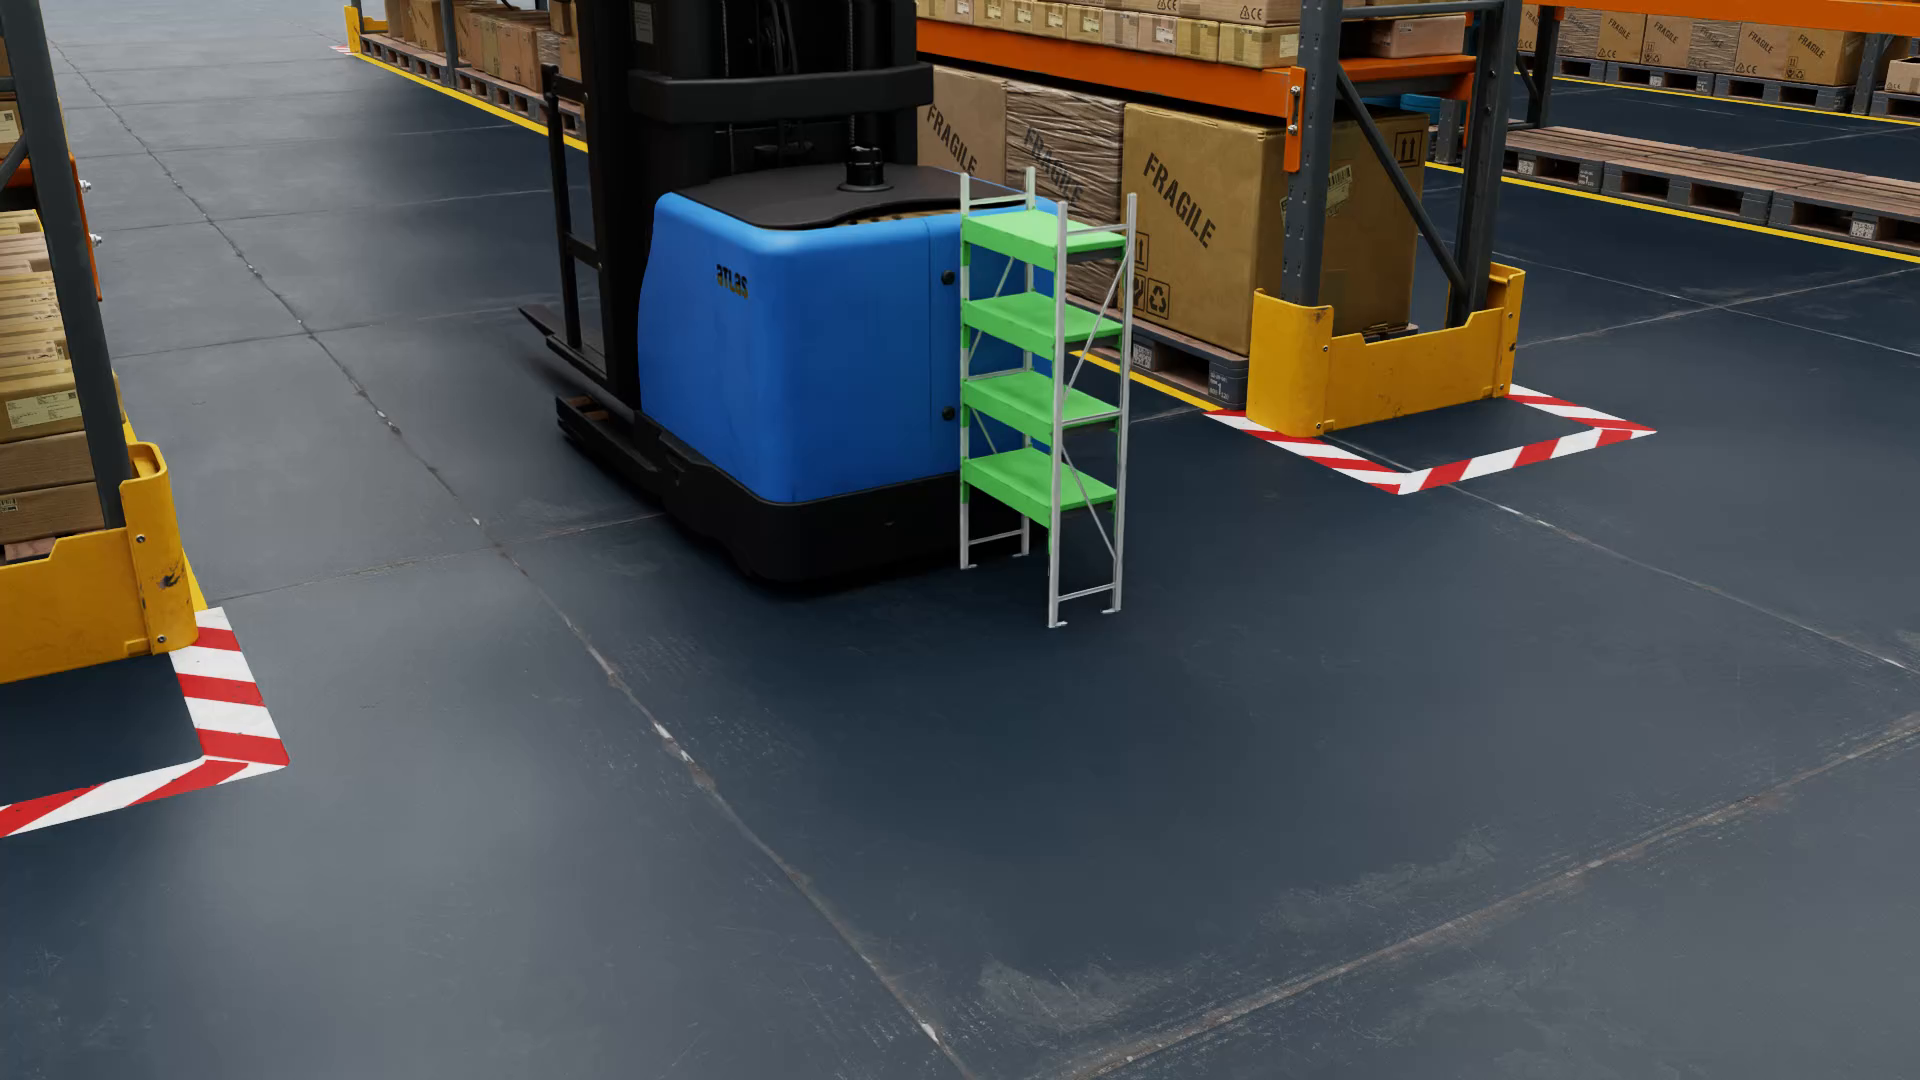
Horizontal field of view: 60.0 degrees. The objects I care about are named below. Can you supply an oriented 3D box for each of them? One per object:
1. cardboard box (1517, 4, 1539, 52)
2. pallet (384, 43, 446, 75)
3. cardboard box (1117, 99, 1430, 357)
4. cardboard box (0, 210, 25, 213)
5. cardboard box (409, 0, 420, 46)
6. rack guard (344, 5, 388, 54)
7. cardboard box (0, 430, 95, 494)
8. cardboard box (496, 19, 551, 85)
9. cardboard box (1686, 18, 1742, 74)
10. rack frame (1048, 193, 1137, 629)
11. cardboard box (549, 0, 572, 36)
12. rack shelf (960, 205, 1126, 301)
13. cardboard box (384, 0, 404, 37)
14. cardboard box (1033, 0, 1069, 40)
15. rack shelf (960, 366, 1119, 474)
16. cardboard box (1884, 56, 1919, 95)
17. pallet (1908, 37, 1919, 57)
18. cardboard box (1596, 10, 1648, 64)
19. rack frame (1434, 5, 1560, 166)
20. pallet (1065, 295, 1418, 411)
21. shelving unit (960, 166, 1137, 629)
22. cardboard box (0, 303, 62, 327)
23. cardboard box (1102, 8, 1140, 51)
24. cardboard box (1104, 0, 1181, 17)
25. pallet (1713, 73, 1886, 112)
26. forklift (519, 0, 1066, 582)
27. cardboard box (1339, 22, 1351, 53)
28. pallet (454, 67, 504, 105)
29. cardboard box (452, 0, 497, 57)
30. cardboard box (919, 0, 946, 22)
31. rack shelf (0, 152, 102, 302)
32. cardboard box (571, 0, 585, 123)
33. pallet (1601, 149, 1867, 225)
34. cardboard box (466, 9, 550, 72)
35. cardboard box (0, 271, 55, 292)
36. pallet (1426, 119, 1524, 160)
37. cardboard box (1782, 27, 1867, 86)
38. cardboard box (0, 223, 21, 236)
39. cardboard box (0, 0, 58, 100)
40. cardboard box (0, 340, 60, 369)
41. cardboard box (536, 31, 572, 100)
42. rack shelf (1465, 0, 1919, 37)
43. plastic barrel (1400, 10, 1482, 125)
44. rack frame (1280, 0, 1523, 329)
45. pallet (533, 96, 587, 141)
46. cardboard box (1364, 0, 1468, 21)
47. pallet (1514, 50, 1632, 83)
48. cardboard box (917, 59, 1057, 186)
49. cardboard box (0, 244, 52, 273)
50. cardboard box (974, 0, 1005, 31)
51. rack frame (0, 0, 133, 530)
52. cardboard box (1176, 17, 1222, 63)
[{"bbox_3d":[6.087,-5.276,17.045,0.500,0.500,0.500,-11,25,-26],"label":"cardboard box"},{"bbox_3d":[-5.462,-5.138,17.671,1.003,0.211,1.213,-13,25,-28],"label":"pallet"},{"bbox_3d":[1.272,-1.341,6.891,0.875,0.875,0.875,-13,25,-28],"label":"cardboard box"},{"bbox_3d":[-4.121,-1.322,7.018,0.380,0.149,0.250,-12,25,-28],"label":"cardboard box"},{"bbox_3d":[-5.562,-5.556,17.760,0.500,0.500,0.500,-10,24,-23],"label":"cardboard box"},{"bbox_3d":[-6.466,-5.936,19.251,1.175,0.500,0.348,-13,25,-28],"label":"rack guard"},{"bbox_3d":[-2.694,-0.248,4.772,0.380,0.149,0.250,-11,25,-26],"label":"cardboard box"},{"bbox_3d":[-3.653,-4.327,14.710,0.700,0.500,0.500,-15,27,-33],"label":"cardboard box"},{"bbox_3d":[7.144,-4.613,15.412,0.500,0.500,0.500,-12,25,-28],"label":"cardboard box"},{"bbox_3d":[0.357,-0.330,4.529,0.240,1.200,0.015,-13,25,-28],"label":"rack frame"},{"bbox_3d":[-3.066,-4.303,13.654,0.500,0.250,0.500,-10,24,-22],"label":"cardboard box"},{"bbox_3d":[0.232,-0.794,4.567,0.258,0.148,0.480,-13,25,-28],"label":"rack shelf"},{"bbox_3d":[-6.200,-5.950,18.728,0.500,0.500,0.500,-8,23,-18],"label":"cardboard box"},{"bbox_3d":[0.547,-2.289,7.293,0.380,0.149,0.250,-13,25,-28],"label":"cardboard box"},{"bbox_3d":[0.232,-0.349,4.747,0.258,0.148,0.480,-13,25,-28],"label":"rack shelf"},{"bbox_3d":[8.172,-3.919,13.956,0.500,0.311,0.500,-13,25,-28],"label":"cardboard box"},{"bbox_3d":[11.314,-5.431,18.393,1.003,0.211,1.213,-13,25,-28],"label":"pallet"},{"bbox_3d":[6.611,-4.945,16.229,0.500,0.500,0.500,-13,25,-29],"label":"cardboard box"},{"bbox_3d":[3.883,-4.187,11.628,1.000,3.000,0.127,-13,25,-28],"label":"rack frame"},{"bbox_3d":[1.192,-0.891,7.223,1.003,0.211,1.213,-13,25,-28],"label":"pallet"},{"bbox_3d":[0.232,-0.409,4.723,0.258,1.200,0.503,-13,25,-28],"label":"shelving unit"},{"bbox_3d":[-3.084,-0.639,5.338,0.380,0.149,0.250,-14,26,-31],"label":"cardboard box"},{"bbox_3d":[0.814,-2.121,6.880,0.380,0.149,0.250,-12,25,-27],"label":"cardboard box"},{"bbox_3d":[0.934,-2.278,6.735,0.500,0.250,0.500,-13,26,-29],"label":"cardboard box"},{"bbox_3d":[7.695,-4.102,15.124,1.003,0.211,1.213,-13,25,-28],"label":"pallet"},{"bbox_3d":[-0.853,-1.745,5.711,1.130,2.935,3.031,-13,25,-28],"label":"forklift"},{"bbox_3d":[1.638,-2.084,6.788,0.380,0.149,0.250,-13,25,-29],"label":"cardboard box"},{"bbox_3d":[-4.063,-4.280,15.561,1.003,0.211,1.213,-13,25,-28],"label":"pallet"},{"bbox_3d":[-4.931,-5.181,16.837,0.500,0.500,0.500,-5,23,-11],"label":"cardboard box"},{"bbox_3d":[0.026,-2.620,8.108,0.380,0.149,0.250,-13,25,-29],"label":"cardboard box"},{"bbox_3d":[-3.669,-1.332,5.560,1.077,0.370,4.000,-13,25,-28],"label":"rack shelf"},{"bbox_3d":[-2.084,-3.512,12.231,1.225,0.875,0.875,-14,26,-31],"label":"cardboard box"},{"bbox_3d":[4.919,-2.269,10.613,1.003,0.211,1.213,-13,25,-28],"label":"pallet"},{"bbox_3d":[-4.166,-4.667,15.544,0.700,0.500,0.500,-15,26,-32],"label":"cardboard box"},{"bbox_3d":[-3.312,-0.824,5.794,0.380,0.149,0.250,-12,25,-27],"label":"cardboard box"},{"bbox_3d":[3.525,-3.153,12.787,1.003,0.211,1.213,-13,25,-28],"label":"pallet"},{"bbox_3d":[7.645,-4.289,14.614,0.500,0.500,0.500,-13,25,-29],"label":"cardboard box"},{"bbox_3d":[-3.922,-1.144,6.580,0.380,0.149,0.250,-12,25,-27],"label":"cardboard box"},{"bbox_3d":[-2.639,-1.400,4.245,0.500,0.500,0.500,-11,25,-26],"label":"cardboard box"},{"bbox_3d":[-2.867,-0.468,4.918,0.380,0.149,0.250,-12,25,-27],"label":"cardboard box"},{"bbox_3d":[-3.072,-3.965,13.818,0.700,0.500,0.500,-15,27,-33],"label":"cardboard box"},{"bbox_3d":[4.905,-3.206,10.171,1.077,0.370,4.000,-13,25,-28],"label":"rack shelf"},{"bbox_3d":[3.620,-3.588,12.385,0.600,0.901,0.708,-13,25,-28],"label":"plastic barrel"},{"bbox_3d":[1.668,-1.939,6.099,1.000,3.000,0.127,-13,25,-28],"label":"rack frame"},{"bbox_3d":[-2.816,-3.490,13.618,1.003,0.211,1.213,-13,25,-28],"label":"pallet"},{"bbox_3d":[1.655,-2.215,6.581,0.500,0.250,0.500,-13,26,-30],"label":"cardboard box"},{"bbox_3d":[6.449,-4.892,17.067,1.003,0.211,1.213,-13,25,-28],"label":"pallet"},{"bbox_3d":[0.353,-1.924,8.325,0.875,0.875,0.875,-13,25,-28],"label":"cardboard box"},{"bbox_3d":[-3.556,-0.989,6.199,0.380,0.149,0.250,-14,26,-30],"label":"cardboard box"},{"bbox_3d":[0.288,-2.454,7.698,0.380,0.149,0.250,-13,26,-30],"label":"cardboard box"},{"bbox_3d":[-2.647,-1.018,3.832,1.000,3.000,0.127,-13,25,-28],"label":"rack frame"},{"bbox_3d":[1.069,-1.958,6.480,0.380,0.149,0.250,-12,25,-28],"label":"cardboard box"}]
